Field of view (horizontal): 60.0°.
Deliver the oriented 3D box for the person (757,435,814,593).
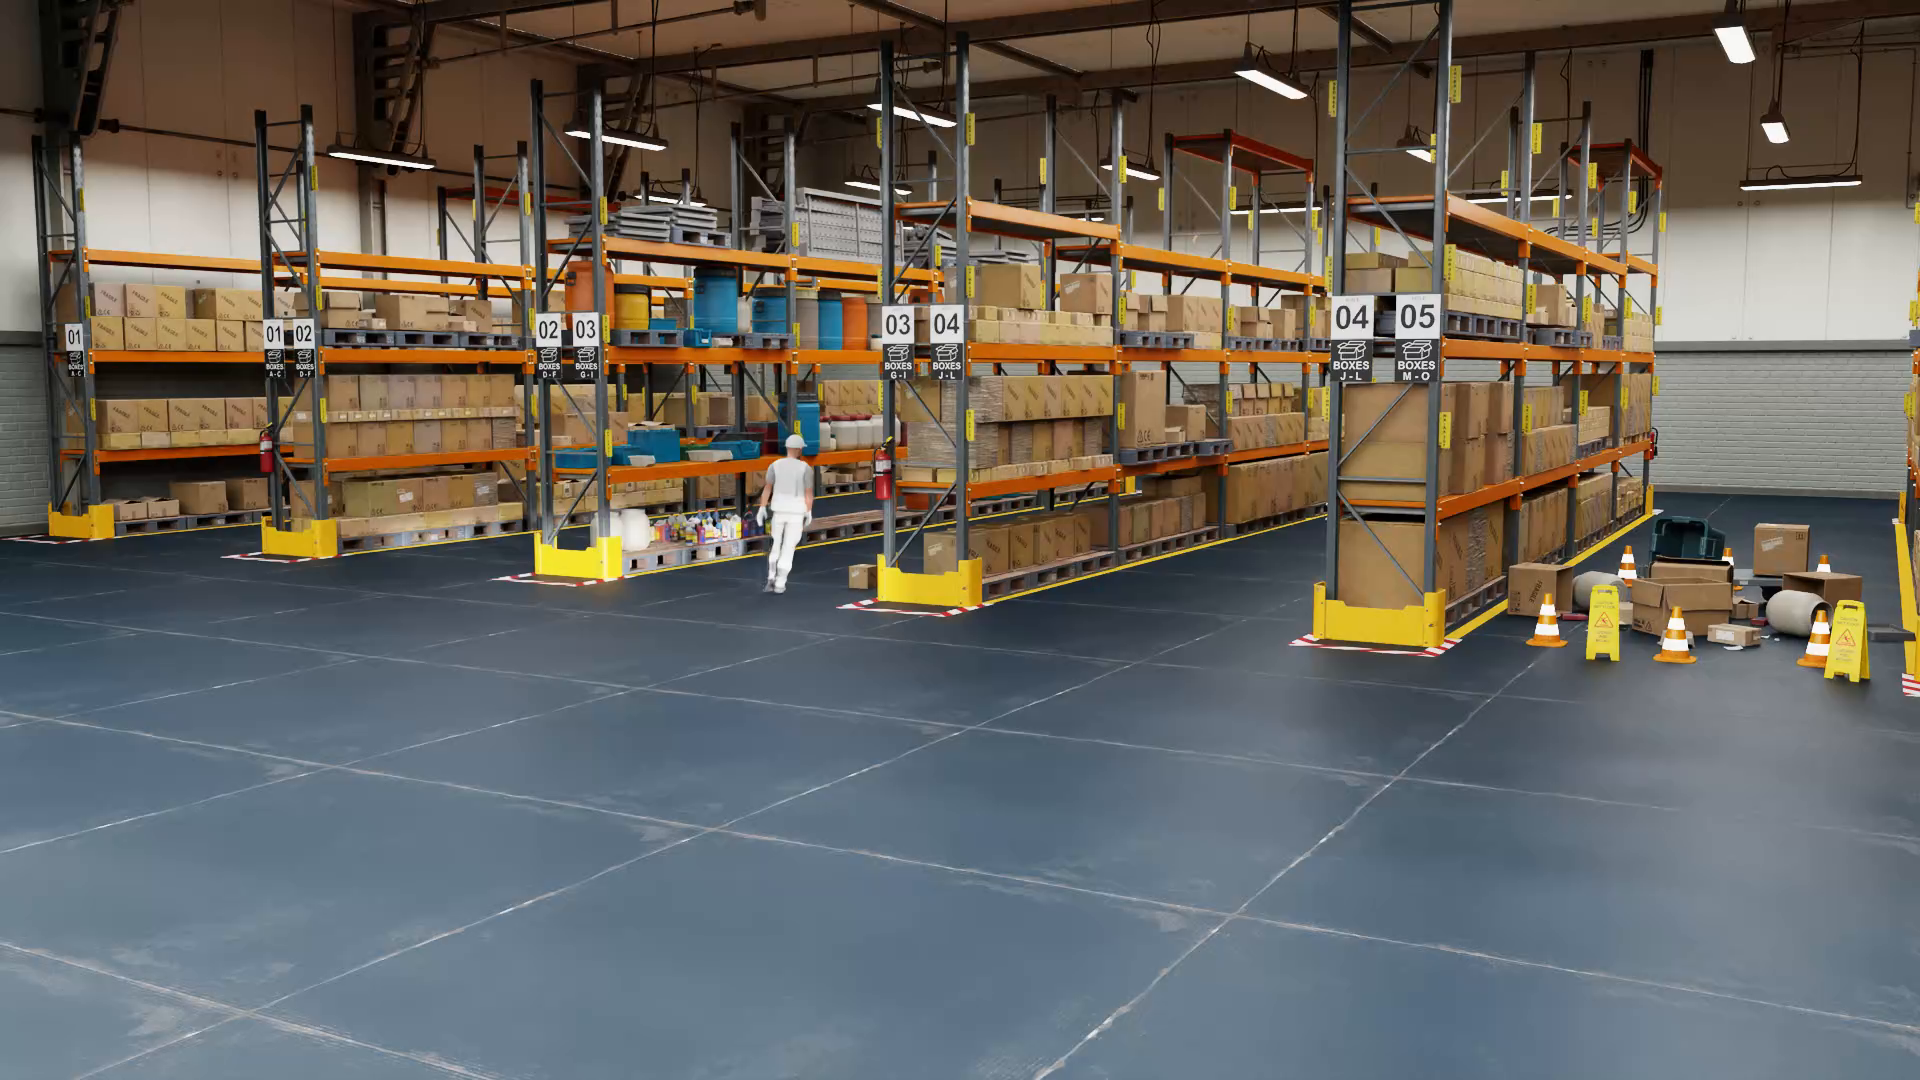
[{"bbox_3d":[-1.940,-0.271,18.719,0.641,1.832,0.465,1,6,9],"label":"person"}]
